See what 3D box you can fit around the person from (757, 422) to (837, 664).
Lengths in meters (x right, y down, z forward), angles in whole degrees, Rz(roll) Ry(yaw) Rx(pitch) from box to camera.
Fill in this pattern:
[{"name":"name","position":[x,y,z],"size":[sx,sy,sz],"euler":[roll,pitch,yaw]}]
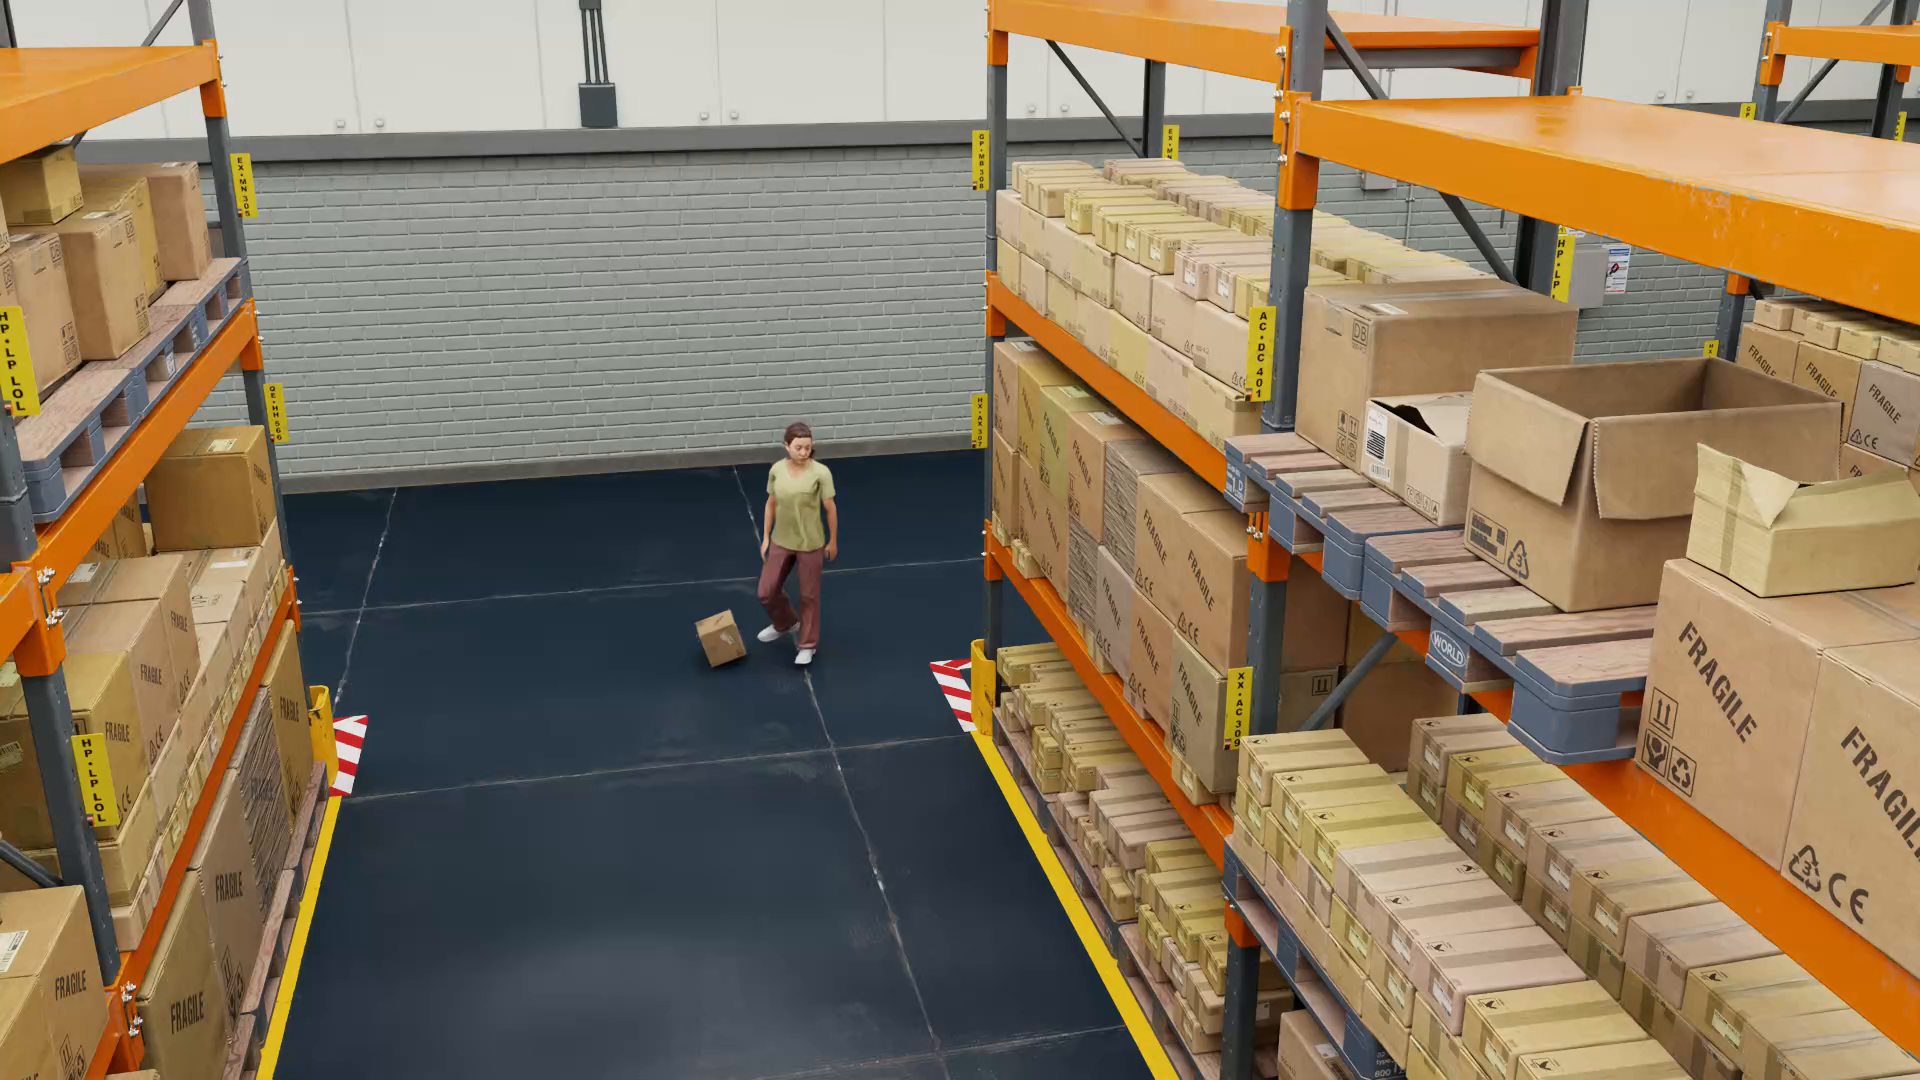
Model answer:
[{"name":"person","position":[-1.107,0.004,11.011],"size":[0.626,1.667,0.434],"euler":[5,20,14]}]
